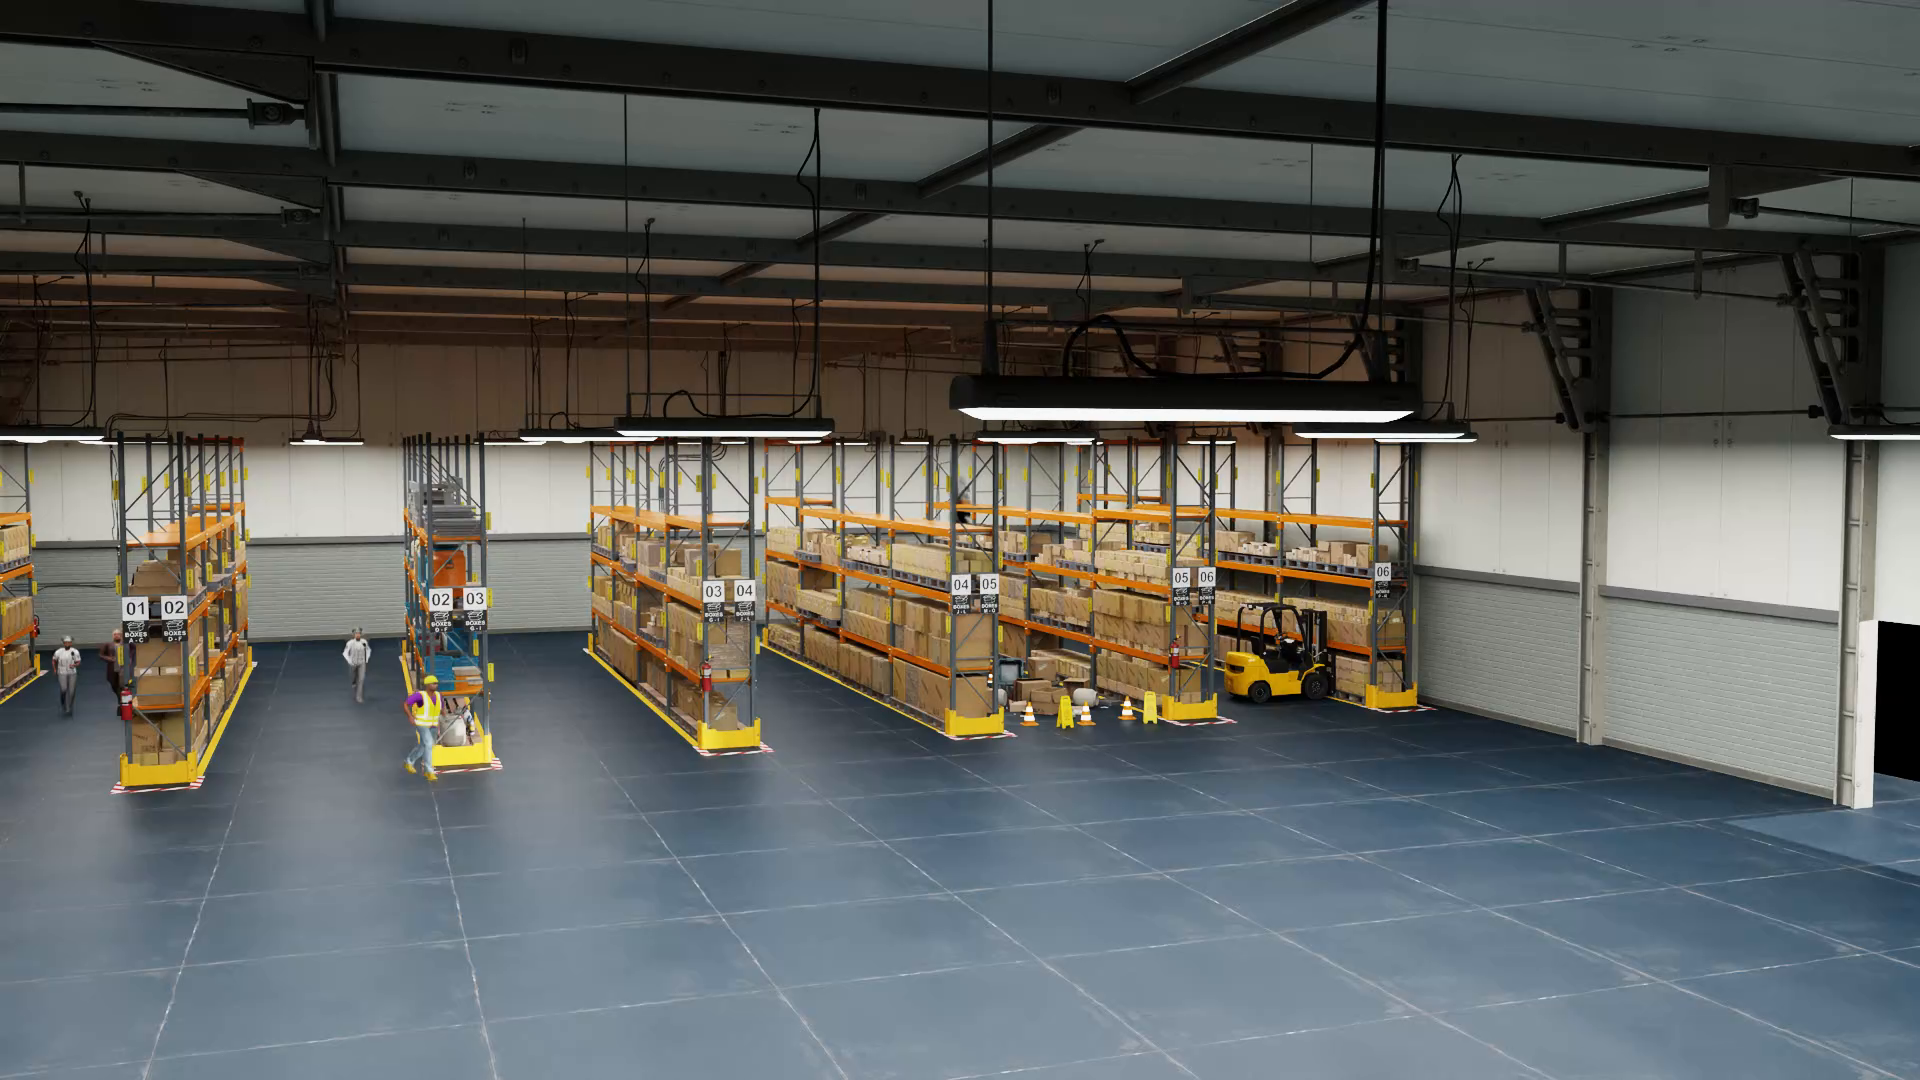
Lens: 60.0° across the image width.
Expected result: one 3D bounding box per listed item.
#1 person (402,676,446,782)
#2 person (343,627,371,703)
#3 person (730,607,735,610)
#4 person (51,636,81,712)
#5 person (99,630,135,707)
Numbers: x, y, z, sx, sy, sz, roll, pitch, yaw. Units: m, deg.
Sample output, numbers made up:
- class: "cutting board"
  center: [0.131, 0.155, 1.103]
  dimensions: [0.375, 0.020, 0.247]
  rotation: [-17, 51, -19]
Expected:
- class: "person"
  center: [-9.278, 3.245, 28.941]
  dimensions: [0.951, 1.768, 0.712]
  rotation: [2, 4, 27]
- class: "person"
  center: [-13.690, 2.820, 37.790]
  dimensions: [0.601, 1.686, 0.949]
  rotation: [-1, 3, -21]
- class: "person"
  center: [-6.829, 2.221, 48.644]
  dimensions: [0.699, 1.615, 0.833]
  rotation: [3, 4, 44]
- class: "person"
  center: [-19.221, 2.890, 35.793]
  dimensions: [0.552, 1.660, 0.633]
  rotation: [-2, 4, -32]
- class: "person"
  center: [-18.293, 2.847, 36.081]
  dimensions: [0.668, 1.816, 1.159]
  rotation: [-1, 3, -17]
